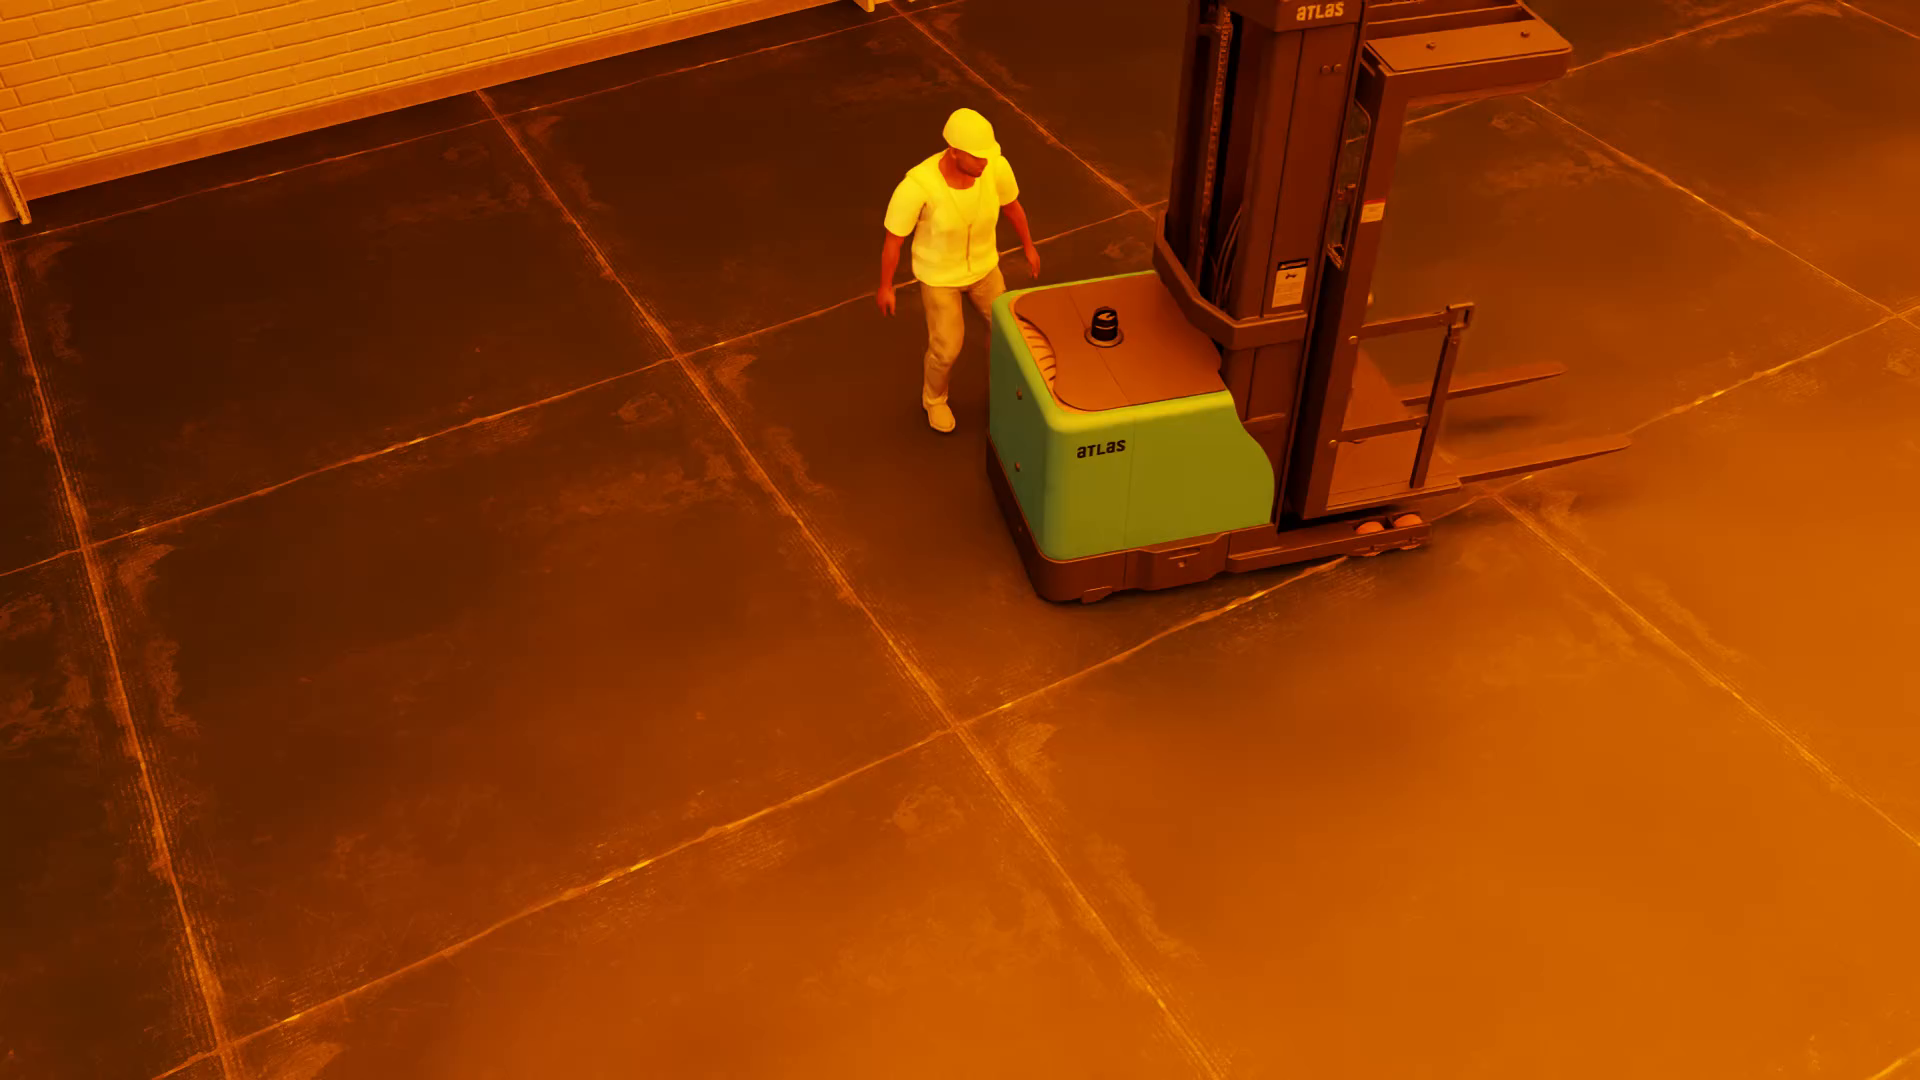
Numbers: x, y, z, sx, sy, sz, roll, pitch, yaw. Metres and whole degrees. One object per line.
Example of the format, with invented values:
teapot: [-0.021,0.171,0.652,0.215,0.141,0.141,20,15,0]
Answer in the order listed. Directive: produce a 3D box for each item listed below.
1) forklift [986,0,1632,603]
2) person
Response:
forklift: [1.701,-1.336,7.139,3.031,2.935,1.130,-10,44,-11]
person: [0.019,-1.282,7.959,0.839,1.737,0.427,-21,47,-21]
